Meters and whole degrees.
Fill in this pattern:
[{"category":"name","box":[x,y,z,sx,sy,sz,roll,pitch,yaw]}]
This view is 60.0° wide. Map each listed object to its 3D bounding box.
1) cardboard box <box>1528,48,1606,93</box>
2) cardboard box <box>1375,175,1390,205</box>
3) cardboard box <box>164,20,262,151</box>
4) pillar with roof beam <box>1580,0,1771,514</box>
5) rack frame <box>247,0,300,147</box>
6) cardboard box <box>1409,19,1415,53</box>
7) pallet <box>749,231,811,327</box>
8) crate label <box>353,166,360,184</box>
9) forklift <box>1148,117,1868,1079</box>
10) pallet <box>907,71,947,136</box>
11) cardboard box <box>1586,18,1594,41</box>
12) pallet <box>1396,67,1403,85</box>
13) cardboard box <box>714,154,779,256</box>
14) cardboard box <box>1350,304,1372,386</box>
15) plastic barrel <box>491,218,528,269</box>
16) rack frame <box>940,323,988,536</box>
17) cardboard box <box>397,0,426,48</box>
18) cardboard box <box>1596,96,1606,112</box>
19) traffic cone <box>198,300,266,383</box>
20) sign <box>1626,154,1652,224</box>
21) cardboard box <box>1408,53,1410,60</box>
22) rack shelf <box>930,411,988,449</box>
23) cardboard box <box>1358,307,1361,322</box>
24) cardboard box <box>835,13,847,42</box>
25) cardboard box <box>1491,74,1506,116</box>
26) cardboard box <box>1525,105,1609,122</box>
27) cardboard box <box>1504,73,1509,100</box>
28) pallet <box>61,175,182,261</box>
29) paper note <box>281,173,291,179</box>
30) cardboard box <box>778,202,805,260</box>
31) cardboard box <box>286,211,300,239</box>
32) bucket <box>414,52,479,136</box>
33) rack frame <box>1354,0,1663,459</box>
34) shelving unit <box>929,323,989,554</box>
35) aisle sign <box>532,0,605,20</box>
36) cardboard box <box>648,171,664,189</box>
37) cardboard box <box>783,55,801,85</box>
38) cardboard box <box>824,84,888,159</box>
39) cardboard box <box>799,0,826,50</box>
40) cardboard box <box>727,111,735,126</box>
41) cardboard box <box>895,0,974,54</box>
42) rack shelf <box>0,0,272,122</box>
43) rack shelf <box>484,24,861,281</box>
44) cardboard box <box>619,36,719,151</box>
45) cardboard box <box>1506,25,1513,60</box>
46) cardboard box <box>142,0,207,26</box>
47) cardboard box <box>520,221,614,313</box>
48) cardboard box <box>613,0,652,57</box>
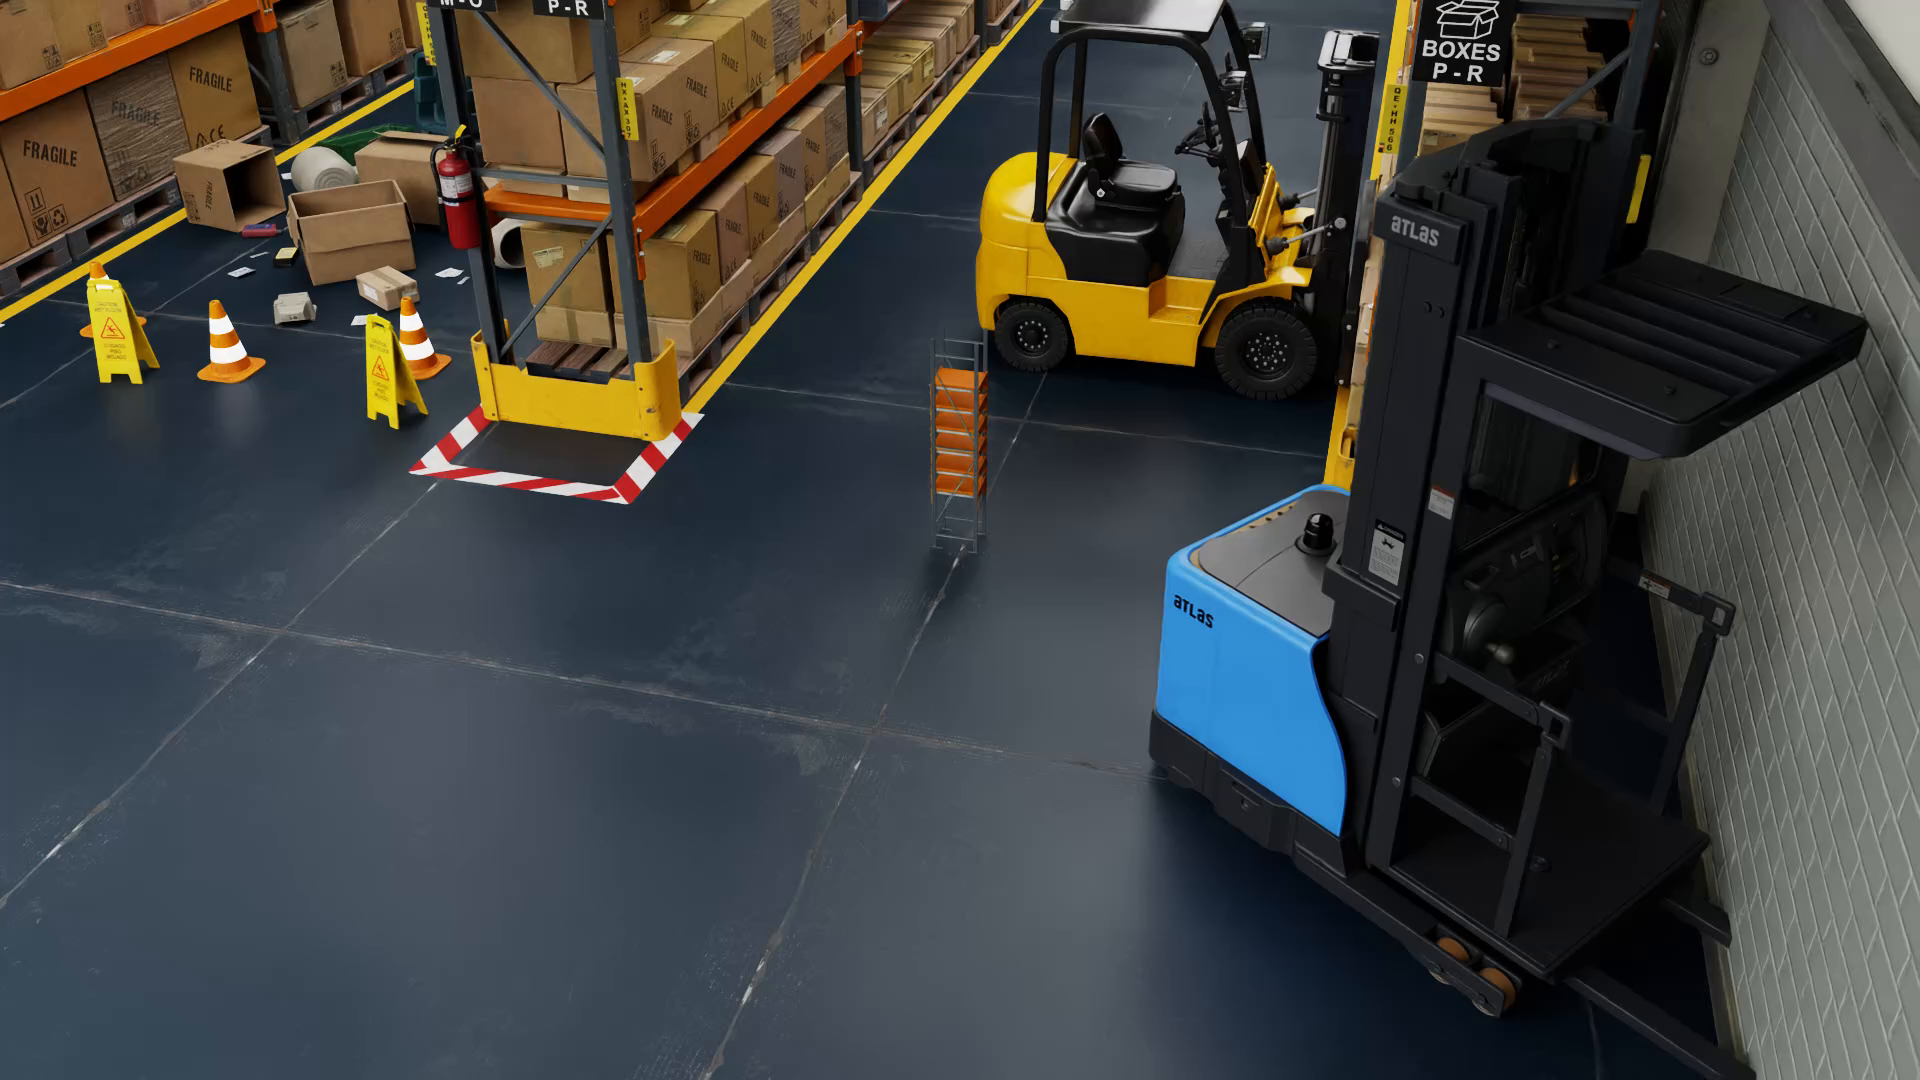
[{"category":"cardboard box","box":[3.263,-2.531,8.960,0.380,0.149,0.250,7,33,11]},{"category":"cardboard box","box":[2.871,-2.067,10.446,0.500,0.250,0.500,9,34,14]},{"category":"cardboard box","box":[-6.291,-3.620,13.237,0.875,0.875,0.875,9,33,13]},{"category":"pillar with roof beam","box":[-0.579,-4.641,7.663,9.100,9.000,0.400,8,33,12]},{"category":"rack frame","box":[-6.064,-4.656,13.278,1.000,3.000,0.127,8,33,12]},{"category":"cardboard box","box":[2.911,-3.020,10.006,0.380,0.149,0.250,8,33,12]},{"category":"pallet","box":[-1.694,-1.869,11.494,1.003,0.211,1.213,8,33,12]},{"category":"crate label","box":[-4.684,-2.883,13.157,0.298,0.136,0.250,-14,35,-21]},{"category":"forklift","box":[2.136,0.180,5.734,1.130,2.935,3.031,-24,39,-32]},{"category":"pallet","box":[-0.746,-3.897,14.683,1.003,0.211,1.213,8,33,12]},{"category":"cardboard box","box":[3.517,-3.061,9.794,0.380,0.149,0.250,7,33,12]},{"category":"pallet","box":[4.320,-3.838,14.590,1.003,0.211,1.213,8,33,12]},{"category":"cardboard box","box":[-1.524,-2.217,10.913,0.500,0.500,0.500,9,33,13]},{"category":"cardboard box","box":[2.352,-1.005,8.775,0.500,0.250,0.500,9,34,14]},{"category":"plastic barrel","box":[-3.206,-2.150,11.737,0.421,0.421,0.512,-21,38,-29]},{"category":"rack frame","box":[0.020,-0.546,8.491,0.240,1.200,0.006,8,33,12]},{"category":"cardboard box","box":[-5.509,-5.202,15.842,1.050,0.750,0.750,9,33,13]},{"category":"cardboard box","box":[3.204,-2.259,8.810,0.380,0.149,0.250,8,33,13]},{"category":"traffic cone","box":[-4.564,-1.262,10.303,0.336,0.463,0.334,8,33,12]},{"category":"sign","box":[3.072,-1.605,7.598,0.100,0.325,0.005,8,33,12]},{"category":"cardboard box","box":[2.943,-2.673,10.065,0.500,0.500,0.500,8,33,12]},{"category":"rack shelf","box":[-0.004,-0.563,8.376,0.258,0.103,0.180,8,33,12]},{"category":"cardboard box","box":[2.606,-1.337,9.763,0.500,0.250,0.500,7,33,11]},{"category":"cardboard box","box":[-1.037,-3.720,12.040,0.380,0.149,0.250,8,33,12]},{"category":"cardboard box","box":[2.632,-2.332,8.647,0.380,0.149,0.250,8,33,13]},{"category":"cardboard box","box":[2.957,-2.001,8.127,0.380,0.149,0.250,9,34,14]},{"category":"cardboard box","box":[3.302,-2.342,9.545,0.500,0.500,0.500,9,33,13]},{"category":"pallet","box":[-6.640,-2.460,12.423,1.003,0.211,1.213,8,33,12]},{"category":"paper note","box":[-5.359,-2.931,13.332,0.147,0.020,0.142,-14,35,-21]},{"category":"cardboard box","box":[-1.399,-2.167,11.534,0.500,0.250,0.500,9,33,13]},{"category":"cardboard box","box":[-4.719,-2.359,12.214,0.396,0.266,0.258,14,35,21]},{"category":"bucket","box":[-3.868,-3.532,13.144,0.726,0.611,0.620,20,28,29]},{"category":"rack frame","box":[2.537,-1.285,7.975,1.000,3.000,0.127,8,33,12]},{"category":"shelving unit","box":[-0.004,-0.499,8.416,0.258,1.200,0.189,8,33,12]},{"category":"aisle sign","box":[-1.981,-2.982,8.221,0.394,0.787,0.004,8,33,12]},{"category":"cardboard box","box":[-1.929,-2.134,9.545,0.380,0.149,0.250,9,33,13]},{"category":"cardboard box","box":[-1.292,-3.193,11.210,0.380,0.149,0.250,8,33,12]},{"category":"cardboard box","box":[-1.120,-3.375,13.321,0.950,0.372,0.625,8,33,13]},{"category":"cardboard box","box":[-1.246,-3.670,11.356,0.500,0.500,0.500,9,34,14]},{"category":"cardboard box","box":[-1.632,-2.670,10.388,0.380,0.149,0.250,9,34,14]},{"category":"cardboard box","box":[-0.388,-4.887,15.699,0.950,0.372,0.625,6,33,9]},{"category":"rack shelf","box":[-6.571,-3.315,11.838,1.077,0.370,4.000,8,33,12]},{"category":"rack shelf","box":[-1.758,-2.693,10.861,1.077,0.370,4.000,8,33,12]},{"category":"cardboard box","box":[-1.748,-2.604,9.679,0.500,0.500,0.500,9,34,14]},{"category":"cardboard box","box":[3.432,-2.948,9.893,0.380,0.149,0.250,9,34,14]},{"category":"cardboard box","box":[-6.264,-4.238,12.480,0.875,0.550,0.550,8,33,12]},{"category":"cardboard box","box":[-2.314,-1.743,10.169,0.500,0.500,0.500,8,33,13]},{"category":"cardboard box","box":[-2.211,-3.105,9.536,0.700,0.500,0.500,8,33,13]}]
